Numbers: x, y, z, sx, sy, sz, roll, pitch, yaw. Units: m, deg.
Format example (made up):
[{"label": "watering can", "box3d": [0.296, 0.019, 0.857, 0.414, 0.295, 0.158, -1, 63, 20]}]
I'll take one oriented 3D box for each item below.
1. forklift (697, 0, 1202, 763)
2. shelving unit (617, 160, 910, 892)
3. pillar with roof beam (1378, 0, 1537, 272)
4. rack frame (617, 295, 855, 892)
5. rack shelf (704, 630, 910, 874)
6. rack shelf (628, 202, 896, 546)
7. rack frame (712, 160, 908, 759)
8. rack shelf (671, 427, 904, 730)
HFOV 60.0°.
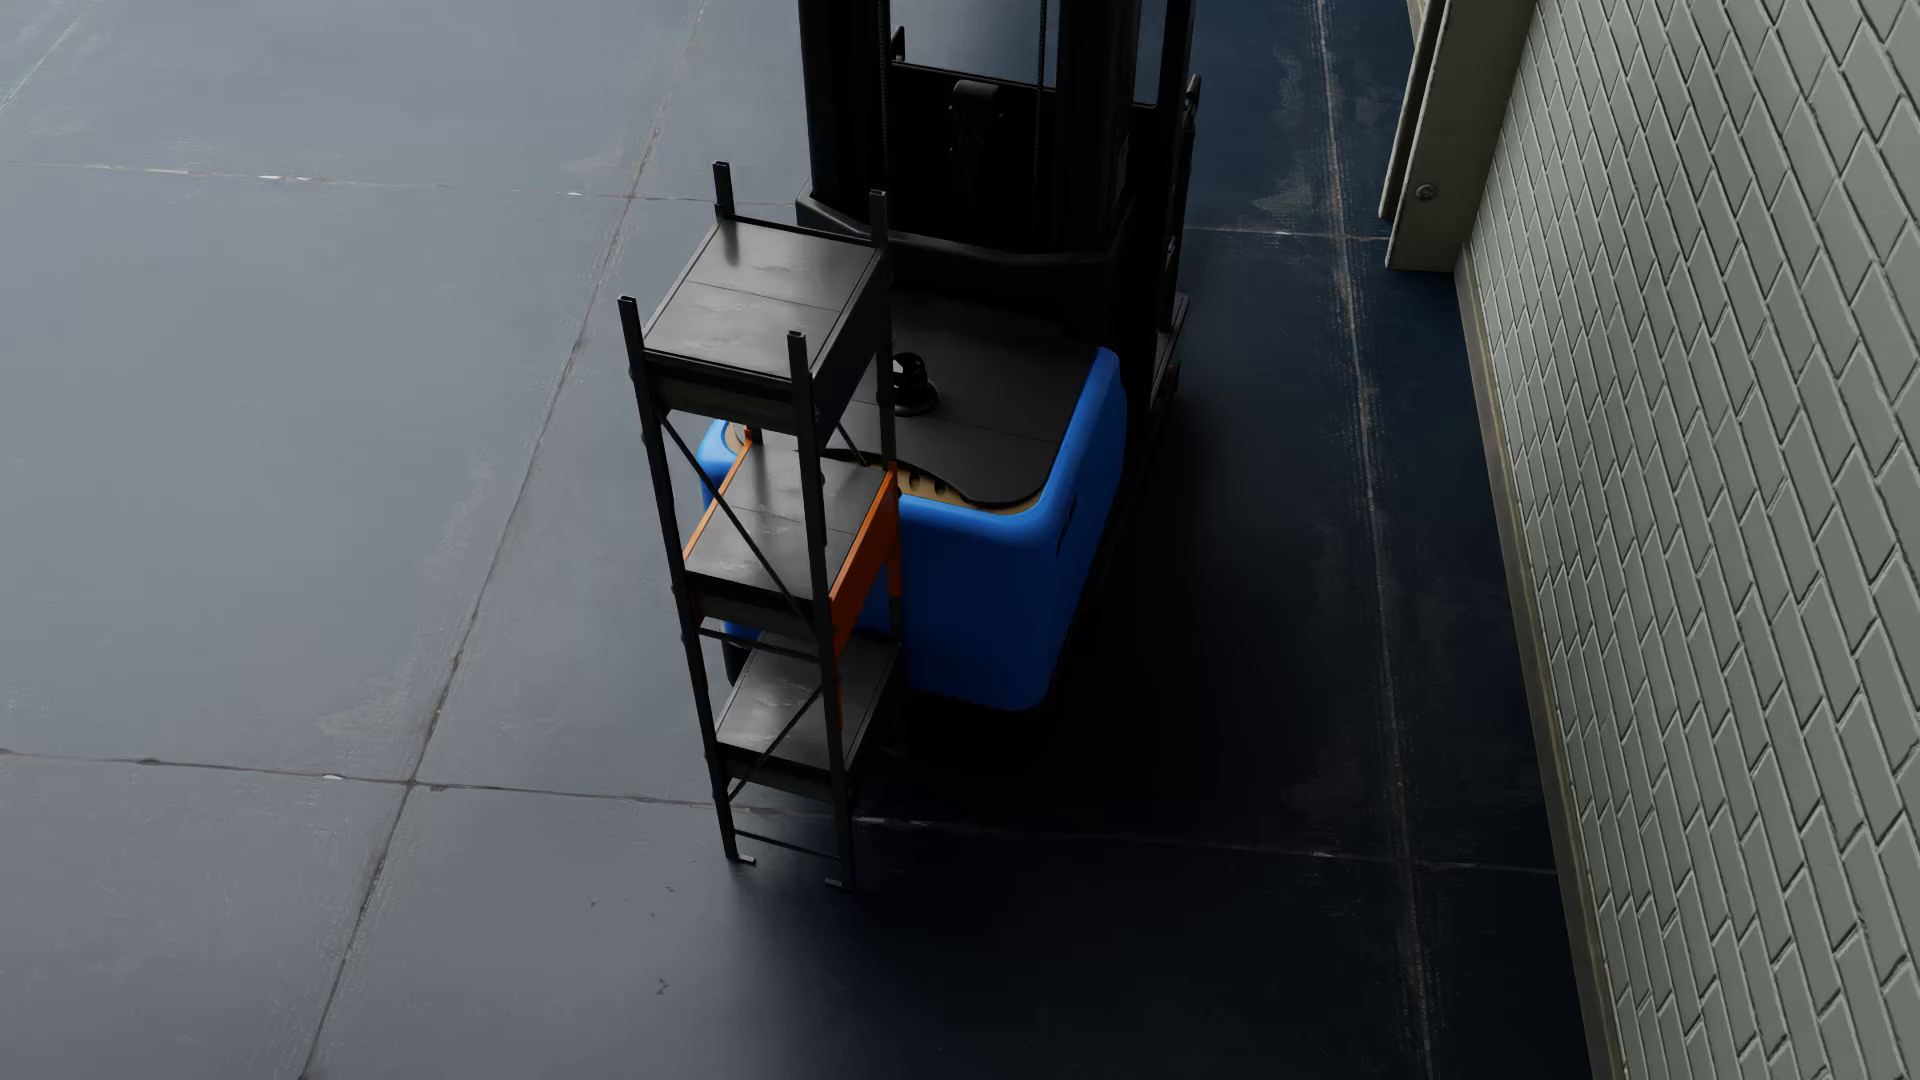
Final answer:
[{"label": "forklift", "box3d": [0.185, -1.428, 5.070, 1.130, 2.935, 3.031, 13, 49, 12]}, {"label": "shelving unit", "box3d": [-0.425, 0.090, 4.245, 0.431, 2.100, 0.503, 13, 49, 12]}, {"label": "pillar with roof beam", "box3d": [-2.383, -4.566, 3.828, 9.100, 9.000, 0.400, 4, 48, 4]}, {"label": "rack frame", "box3d": [-0.498, 0.262, 4.088, 0.400, 2.100, 0.015, 13, 49, 12]}, {"label": "rack shelf", "box3d": [-0.425, 0.572, 4.771, 0.431, 0.518, 0.480, 13, 49, 12]}, {"label": "rack shelf", "box3d": [-0.425, -0.373, 3.738, 0.431, 0.518, 0.480, 13, 49, 12]}, {"label": "rack frame", "box3d": [-0.353, -0.082, 4.402, 0.400, 2.100, 0.015, 13, 49, 12]}, {"label": "rack shelf", "box3d": [-0.425, 0.099, 4.255, 0.431, 0.518, 0.480, 13, 49, 12]}]
